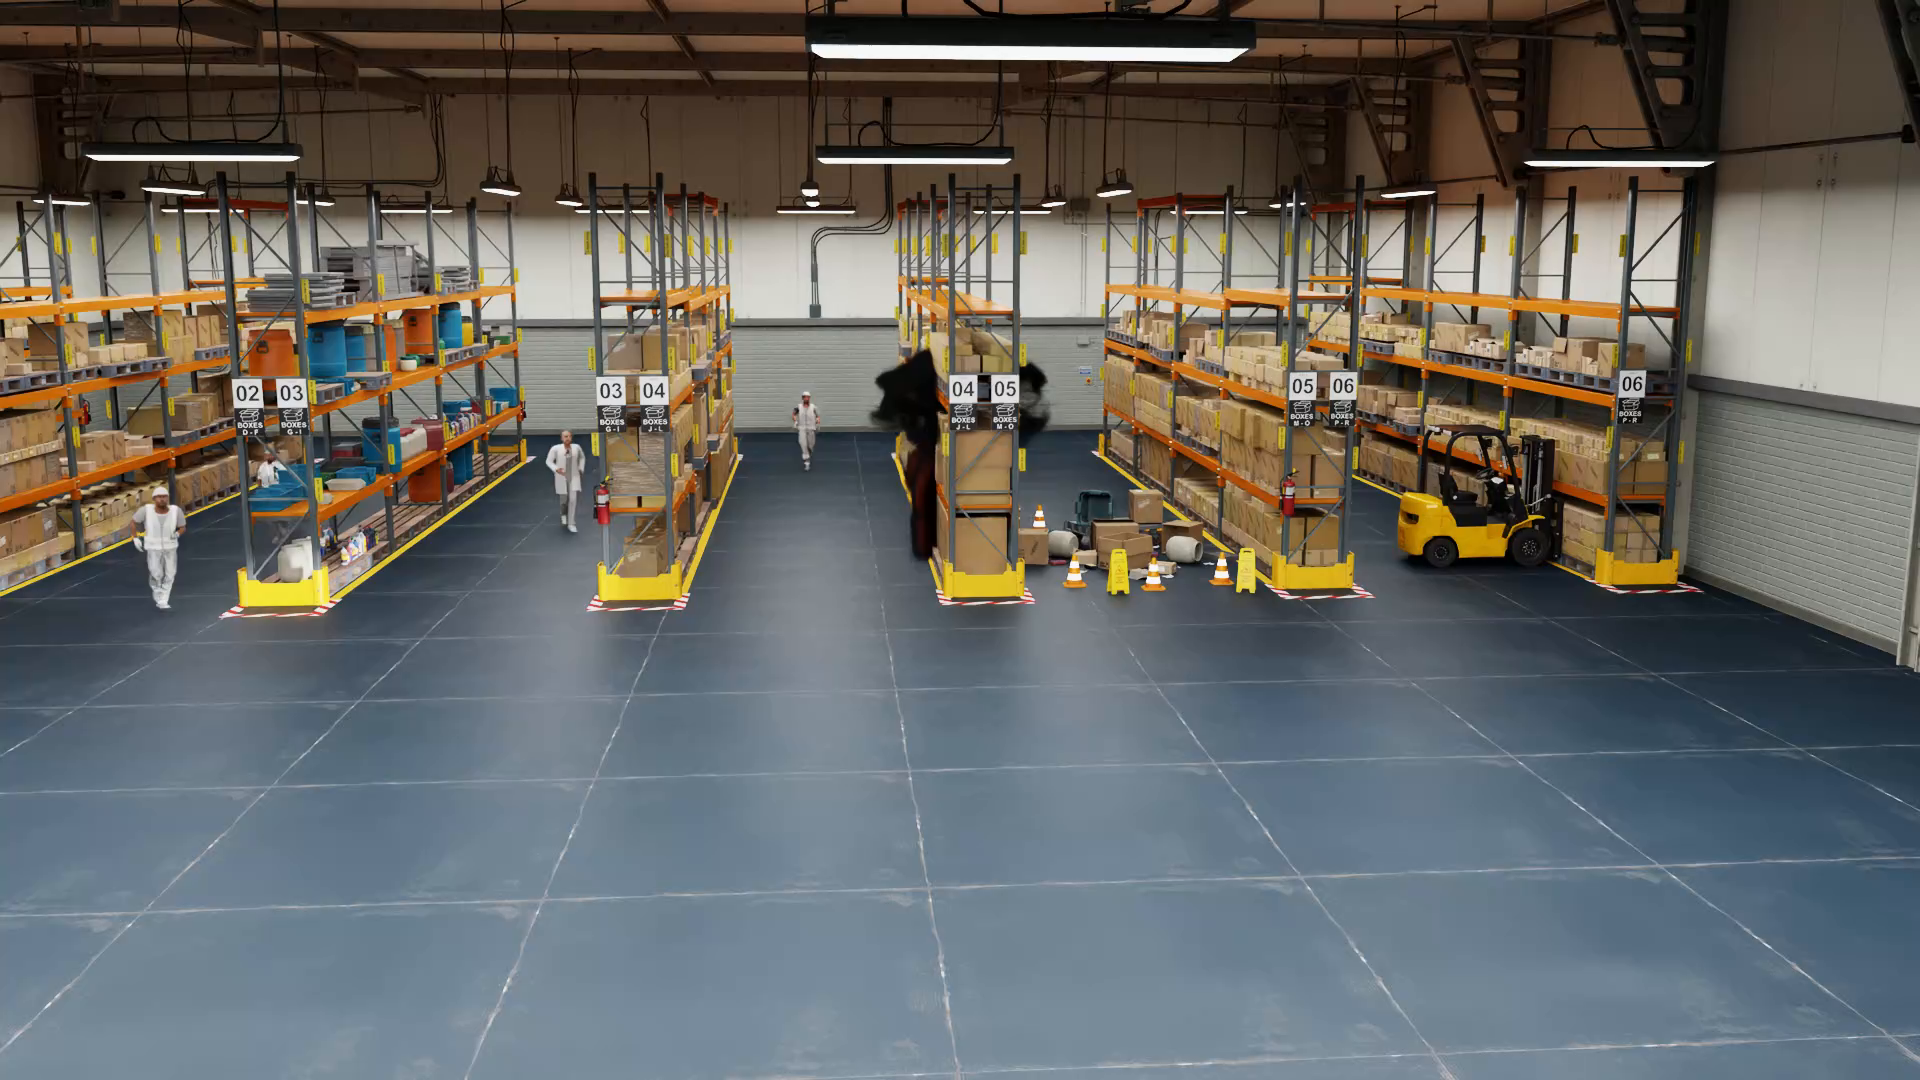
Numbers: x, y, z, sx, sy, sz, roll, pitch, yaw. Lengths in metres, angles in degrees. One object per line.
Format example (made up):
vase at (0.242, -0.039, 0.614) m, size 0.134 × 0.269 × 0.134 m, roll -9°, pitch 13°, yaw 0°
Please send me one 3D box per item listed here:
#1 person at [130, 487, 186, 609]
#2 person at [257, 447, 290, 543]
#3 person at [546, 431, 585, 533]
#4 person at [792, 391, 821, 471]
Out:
person at (-11.028, 0.127, 22.978) m, size 0.679 × 1.729 × 0.617 m, roll -7°, pitch 12°, yaw -34°
person at (-11.699, -0.761, 28.308) m, size 0.569 × 1.649 × 0.554 m, roll 0°, pitch 10°, yaw 3°
person at (-7.013, -1.068, 29.680) m, size 0.712 × 1.776 × 0.955 m, roll -4°, pitch 11°, yaw -19°
person at (-3.497, -2.498, 37.830) m, size 0.655 × 1.774 × 0.845 m, roll -1°, pitch 10°, yaw -6°
